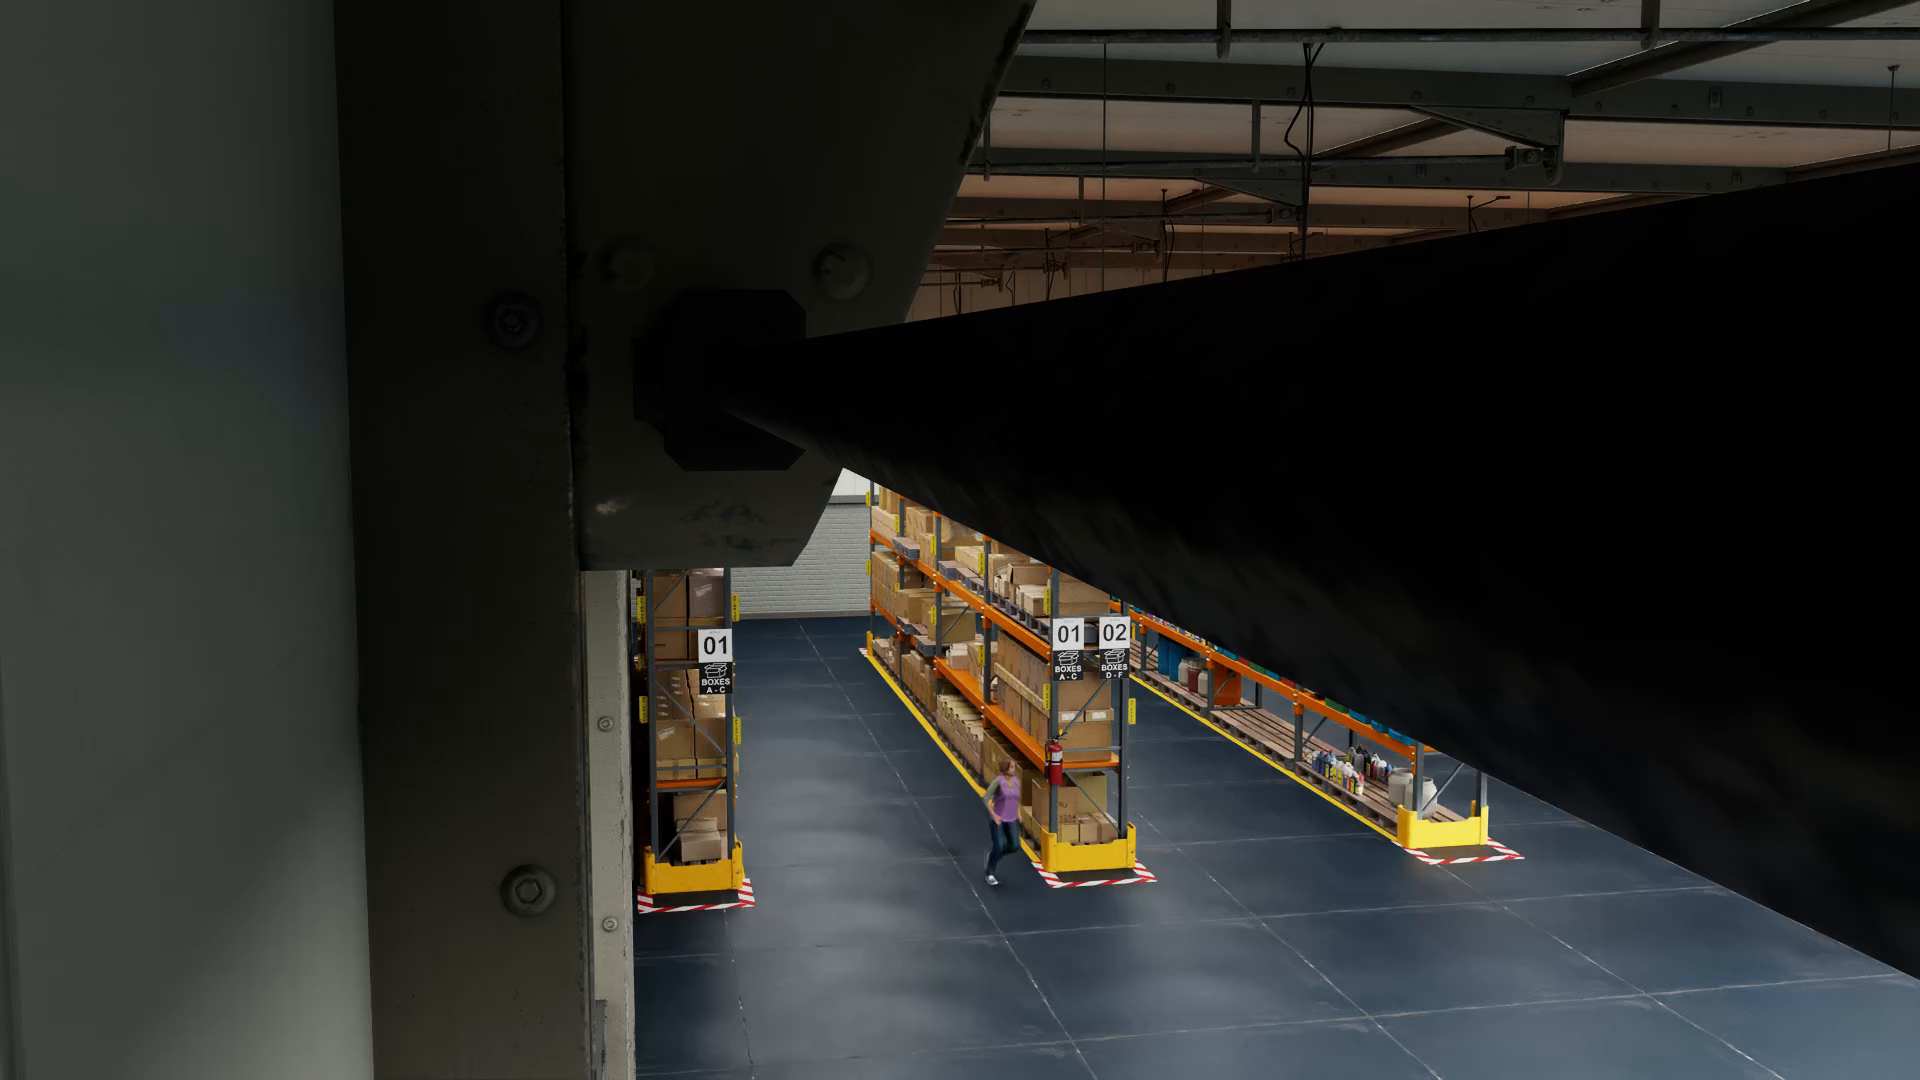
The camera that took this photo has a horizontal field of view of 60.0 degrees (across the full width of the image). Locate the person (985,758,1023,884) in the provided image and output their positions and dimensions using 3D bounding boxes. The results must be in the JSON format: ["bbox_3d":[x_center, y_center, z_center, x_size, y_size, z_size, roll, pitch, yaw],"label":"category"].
[{"bbox_3d":[0.593,3.442,20.371,0.603,1.534,0.463,-4,7,-33],"label":"person"}]
